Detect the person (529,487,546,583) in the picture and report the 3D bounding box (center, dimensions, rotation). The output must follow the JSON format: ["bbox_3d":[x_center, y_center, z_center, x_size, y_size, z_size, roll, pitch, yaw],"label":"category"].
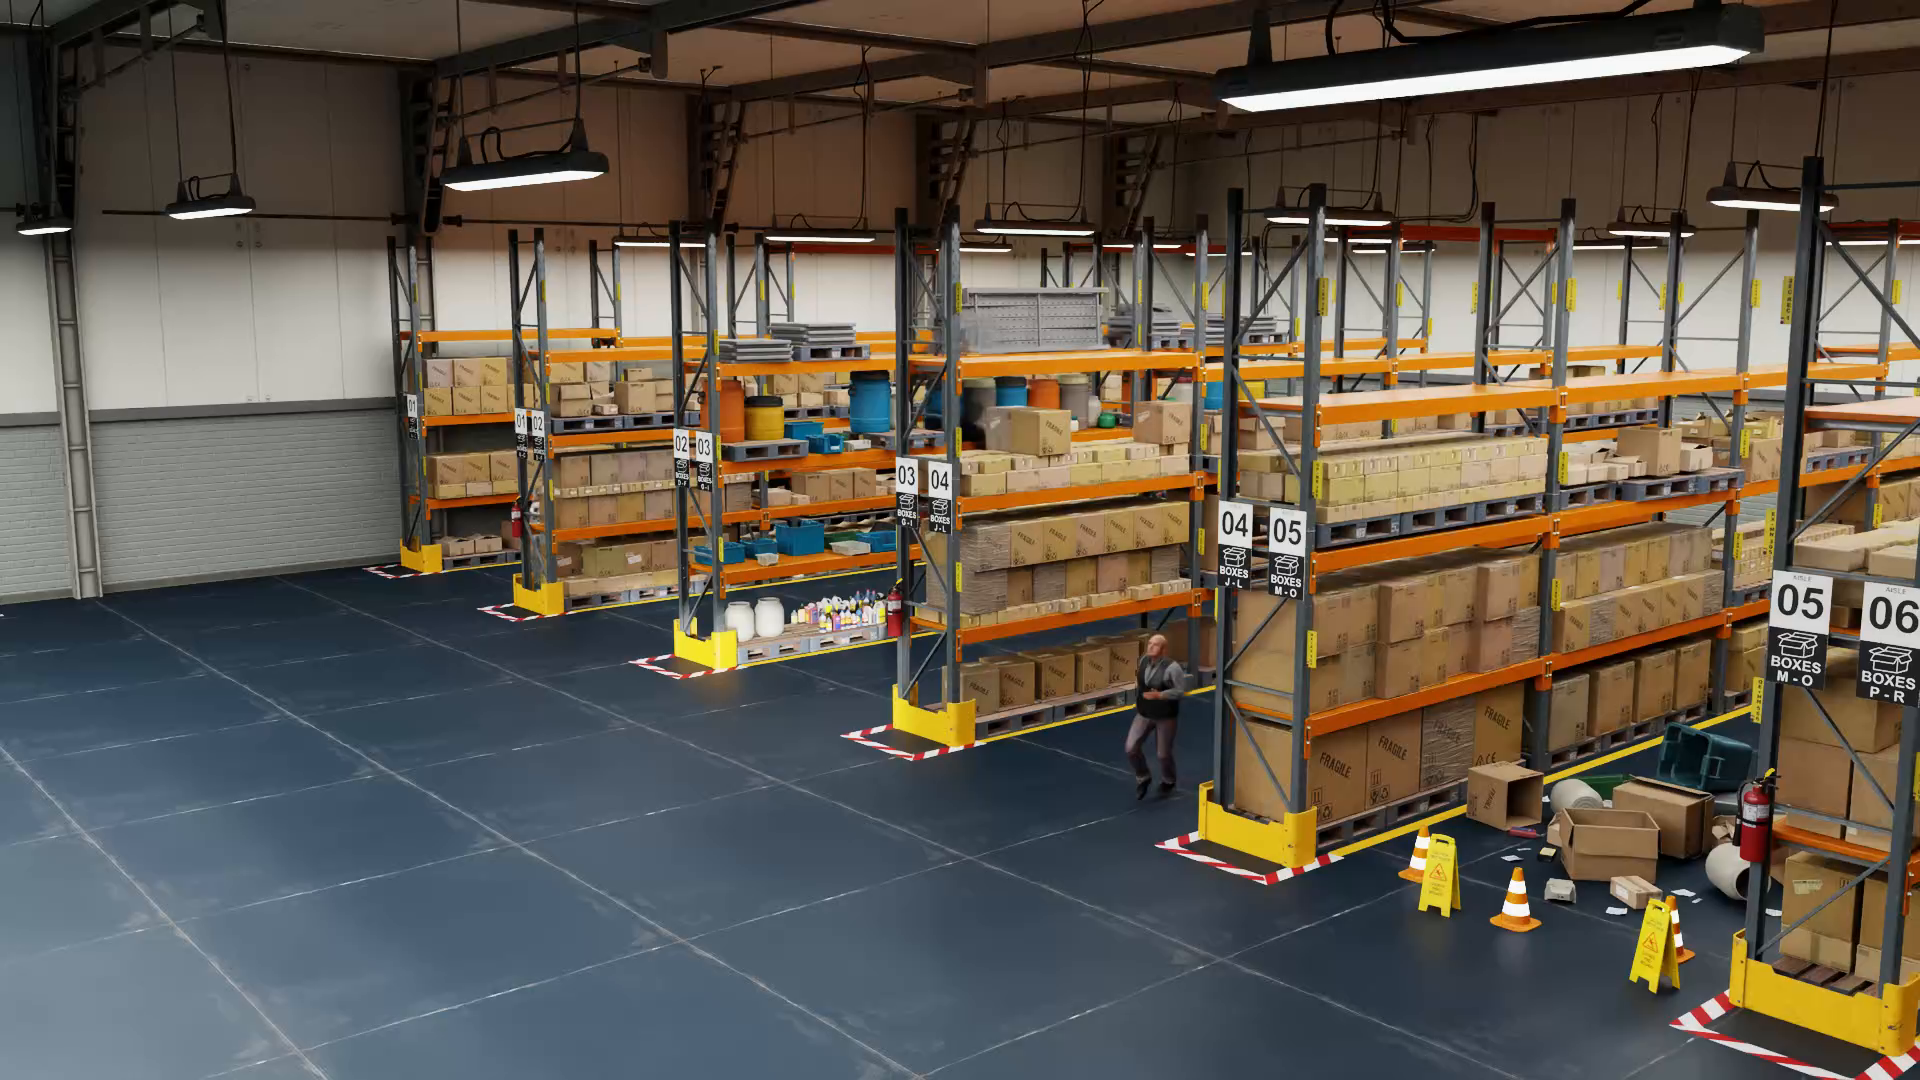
[{"bbox_3d":[-7.176,-0.068,28.684,0.605,1.739,0.792,7,11,38],"label":"person"}]

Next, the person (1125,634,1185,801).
[{"bbox_3d":[1.979,1.783,16.660,0.645,1.722,0.757,6,11,36],"label":"person"}]
